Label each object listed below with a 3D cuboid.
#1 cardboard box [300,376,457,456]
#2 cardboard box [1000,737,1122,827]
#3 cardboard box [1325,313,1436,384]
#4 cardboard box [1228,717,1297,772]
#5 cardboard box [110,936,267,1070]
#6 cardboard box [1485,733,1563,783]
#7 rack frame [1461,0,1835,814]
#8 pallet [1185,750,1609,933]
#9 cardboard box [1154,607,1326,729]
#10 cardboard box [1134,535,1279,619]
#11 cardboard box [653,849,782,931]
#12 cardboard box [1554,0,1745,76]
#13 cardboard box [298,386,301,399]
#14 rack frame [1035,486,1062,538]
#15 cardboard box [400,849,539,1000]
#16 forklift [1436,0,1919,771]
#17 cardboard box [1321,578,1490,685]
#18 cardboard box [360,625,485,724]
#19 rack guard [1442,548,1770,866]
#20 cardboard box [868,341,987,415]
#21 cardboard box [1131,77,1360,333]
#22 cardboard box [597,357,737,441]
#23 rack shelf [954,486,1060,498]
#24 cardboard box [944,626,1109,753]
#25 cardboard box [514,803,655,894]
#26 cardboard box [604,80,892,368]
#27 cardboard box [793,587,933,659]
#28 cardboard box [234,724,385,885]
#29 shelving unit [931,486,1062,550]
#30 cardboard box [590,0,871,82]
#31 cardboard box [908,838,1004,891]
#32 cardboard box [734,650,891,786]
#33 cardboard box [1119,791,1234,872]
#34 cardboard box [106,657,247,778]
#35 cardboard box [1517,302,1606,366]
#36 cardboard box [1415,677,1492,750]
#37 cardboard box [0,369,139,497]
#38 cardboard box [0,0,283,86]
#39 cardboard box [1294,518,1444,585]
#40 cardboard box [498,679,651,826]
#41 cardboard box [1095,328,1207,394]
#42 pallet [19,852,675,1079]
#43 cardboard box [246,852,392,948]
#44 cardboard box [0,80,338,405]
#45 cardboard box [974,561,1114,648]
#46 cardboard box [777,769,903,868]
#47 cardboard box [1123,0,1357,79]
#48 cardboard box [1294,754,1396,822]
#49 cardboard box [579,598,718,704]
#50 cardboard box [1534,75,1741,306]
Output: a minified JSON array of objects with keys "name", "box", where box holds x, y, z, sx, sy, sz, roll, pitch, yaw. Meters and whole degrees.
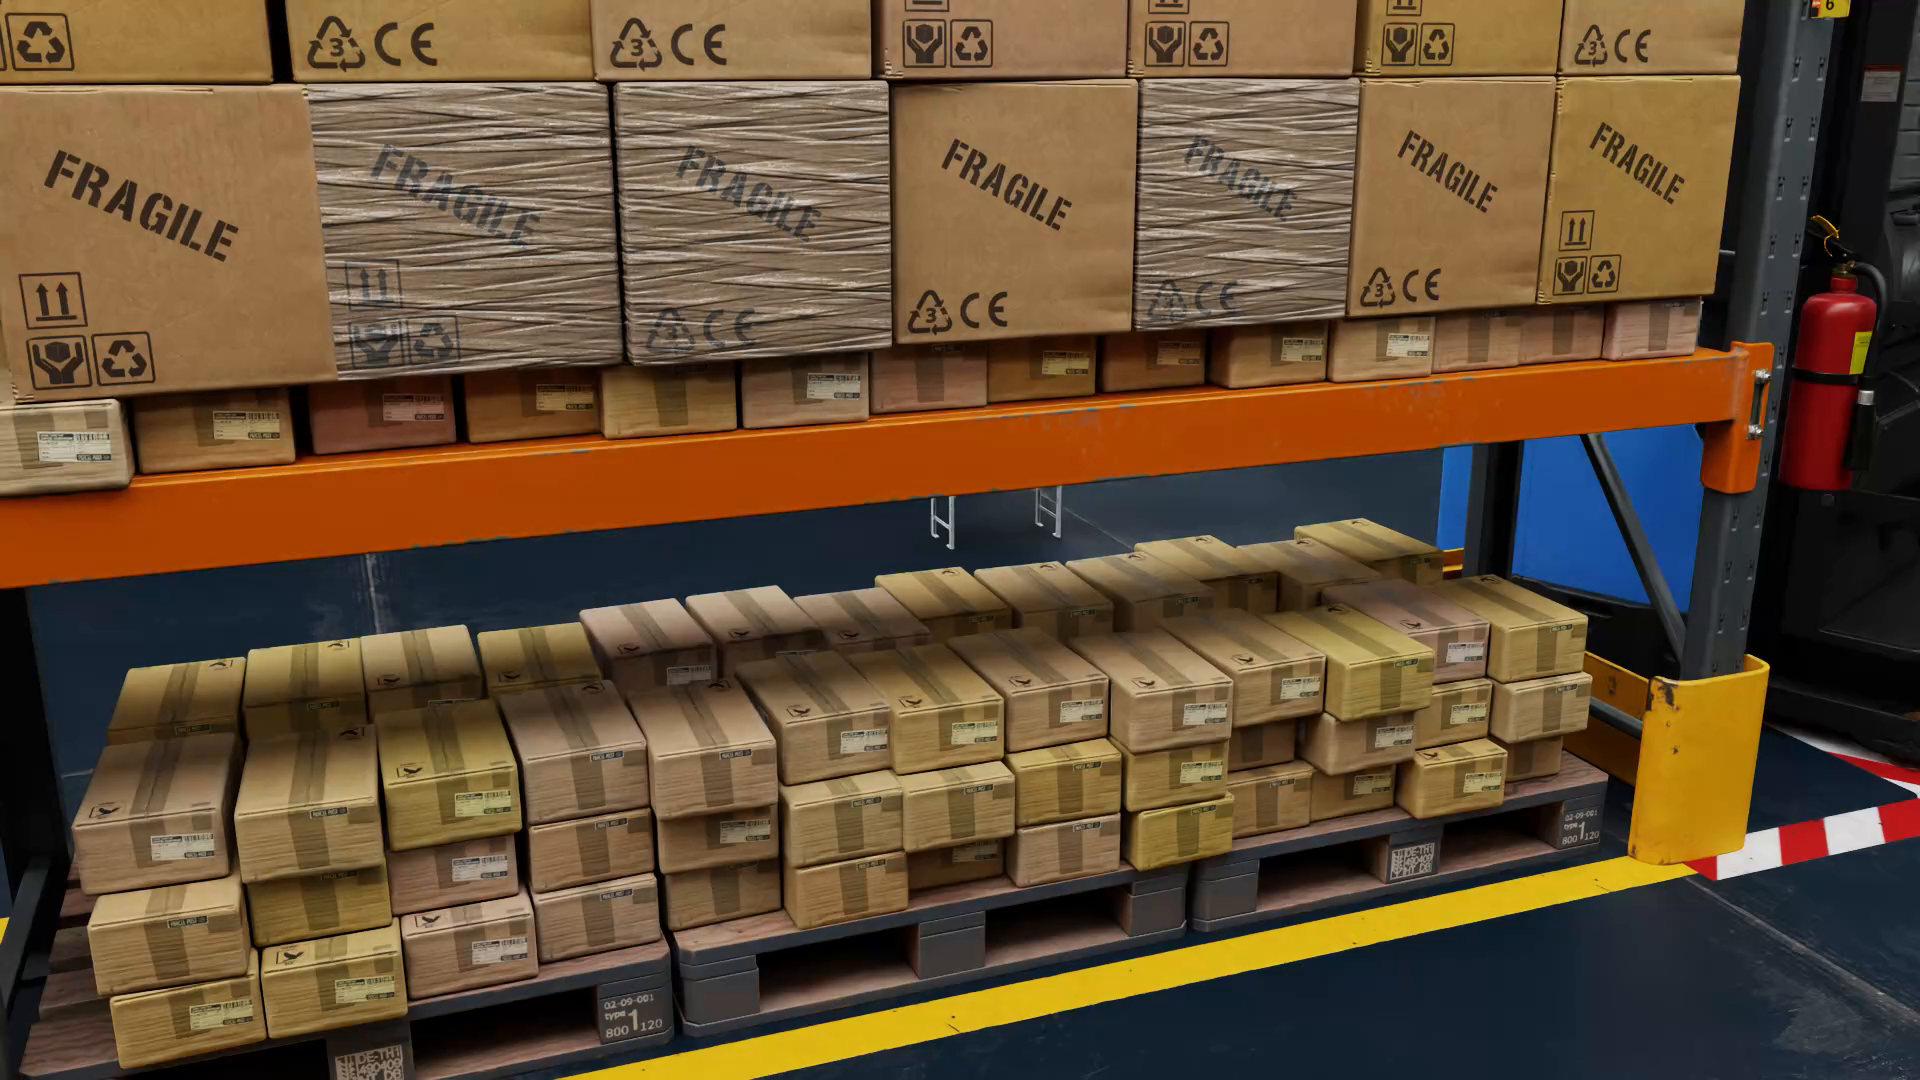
[{"name":"cardboard box","box":[-1.123,-0.283,3.186,0.250,0.149,0.380,-7,18,-23]},{"name":"cardboard box","box":[0.185,0.503,3.849,0.250,0.149,0.380,-5,17,-17]},{"name":"cardboard box","box":[0.878,-0.474,3.836,0.250,0.149,0.380,-6,17,-19]},{"name":"cardboard box","box":[0.622,0.426,4.109,0.250,0.149,0.380,-6,18,-21]},{"name":"cardboard box","box":[-1.495,0.839,3.232,0.250,0.149,0.380,-7,18,-22]},{"name":"cardboard box","box":[1.369,0.496,4.401,0.250,0.149,0.380,-6,17,-19]},{"name":"rack frame","box":[1.785,-0.778,4.426,0.127,3.000,1.000,-6,17,-20]},{"name":"pallet","box":[0.943,0.640,4.545,1.213,0.211,1.003,-6,17,-20]},{"name":"cardboard box","box":[0.666,0.302,4.006,0.250,0.149,0.380,-7,18,-22]},{"name":"cardboard box","box":[0.679,0.117,4.635,0.250,0.149,0.380,-6,17,-20]},{"name":"cardboard box","box":[-0.575,0.698,3.711,0.250,0.149,0.380,-7,18,-22]},{"name":"cardboard box","box":[1.447,-1.337,3.849,0.500,0.500,0.500,-7,18,-21]},{"name":"cardboard box","box":[-1.565,-0.400,3.582,0.250,0.149,0.380,-7,18,-22]},{"name":"rack frame","box":[0.382,-0.617,7.070,0.015,1.200,0.240,-6,17,-20]},{"name":"cardboard box","box":[-1.033,0.773,3.455,0.250,0.149,0.380,-6,17,-20]},{"name":"forklift","box":[3.060,-0.865,4.841,3.031,2.935,1.130,15,22,42]},{"name":"cardboard box","box":[1.127,0.233,4.241,0.250,0.149,0.380,-6,17,-19]},{"name":"cardboard box","box":[-1.256,0.338,3.881,0.250,0.149,0.380,-6,18,-21]},{"name":"rack guard","box":[1.714,0.429,4.752,0.348,0.500,1.175,-6,17,-20]},{"name":"cardboard box","box":[-0.122,-0.382,3.521,0.250,0.149,0.380,-5,17,-18]},{"name":"cardboard box","box":[0.505,-0.752,3.630,0.500,0.500,0.500,-6,17,-20]},{"name":"cardboard box","box":[-0.608,-0.317,3.302,0.250,0.149,0.380,-6,17,-19]},{"name":"rack shelf","box":[0.155,-0.301,7.072,0.480,0.148,0.258,-6,17,-20]},{"name":"cardboard box","box":[0.149,0.341,3.873,0.250,0.149,0.380,-7,18,-22]},{"name":"cardboard box","box":[-0.825,0.586,3.564,0.250,0.149,0.380,-7,18,-23]},{"name":"cardboard box","box":[-0.454,-0.643,3.257,0.500,0.500,0.500,-7,18,-21]},{"name":"cardboard box","box":[-0.248,0.254,4.167,0.250,0.149,0.380,-6,17,-20]},{"name":"cardboard box","box":[-1.276,0.513,3.285,0.250,0.149,0.380,-5,17,-17]},{"name":"shelving unit","box":[0.155,-0.592,6.986,0.503,1.200,0.258,-6,17,-20]},{"name":"cardboard box","box":[-0.481,-1.126,3.129,0.500,0.500,0.500,-6,17,-19]},{"name":"cardboard box","box":[-0.080,0.651,3.872,0.250,0.149,0.380,-6,17,-19]},{"name":"cardboard box","box":[-0.330,0.389,3.708,0.250,0.149,0.380,-7,18,-22]},{"name":"cardboard box","box":[0.445,0.623,3.968,0.250,0.149,0.380,-7,18,-23]},{"name":"cardboard box","box":[-1.711,0.401,3.666,0.250,0.149,0.380,-6,17,-18]},{"name":"cardboard box","box":[1.336,-0.536,4.044,0.250,0.149,0.380,-6,17,-20]},{"name":"cardboard box","box":[1.131,0.386,4.248,0.250,0.149,0.380,-7,18,-21]},{"name":"cardboard box","box":[-1.568,-0.197,2.892,0.250,0.149,0.380,-5,17,-18]},{"name":"cardboard box","box":[-1.441,-1.027,2.792,0.500,0.500,0.500,-6,17,-19]},{"name":"cardboard box","box":[1.175,0.066,4.809,0.250,0.149,0.380,-7,18,-23]},{"name":"cardboard box","box":[-0.822,0.443,3.526,0.250,0.149,0.380,-7,18,-22]},{"name":"cardboard box","box":[0.348,-0.444,3.732,0.250,0.149,0.380,-7,18,-22]},{"name":"pallet","box":[-1.335,0.886,3.707,1.213,0.211,1.003,-6,17,-20]},{"name":"cardboard box","box":[-1.293,0.647,3.358,0.250,0.149,0.380,-6,17,-20]},{"name":"cardboard box","box":[-1.397,-0.550,2.941,0.500,0.500,0.500,-6,18,-21]},{"name":"cardboard box","box":[0.215,0.189,4.389,0.250,0.149,0.380,-5,17,-18]},{"name":"cardboard box","box":[-0.301,0.556,3.667,0.250,0.149,0.380,-6,18,-20]},{"name":"cardboard box","box":[0.492,-1.231,3.488,0.500,0.500,0.500,-5,17,-17]},{"name":"cardboard box","box":[0.887,0.552,4.208,0.250,0.149,0.380,-6,17,-20]},{"name":"cardboard box","box":[-0.766,0.281,4.076,0.250,0.149,0.380,-7,18,-23]},{"name":"cardboard box","box":[1.458,-0.856,3.985,0.500,0.500,0.500,-6,17,-19]}]
